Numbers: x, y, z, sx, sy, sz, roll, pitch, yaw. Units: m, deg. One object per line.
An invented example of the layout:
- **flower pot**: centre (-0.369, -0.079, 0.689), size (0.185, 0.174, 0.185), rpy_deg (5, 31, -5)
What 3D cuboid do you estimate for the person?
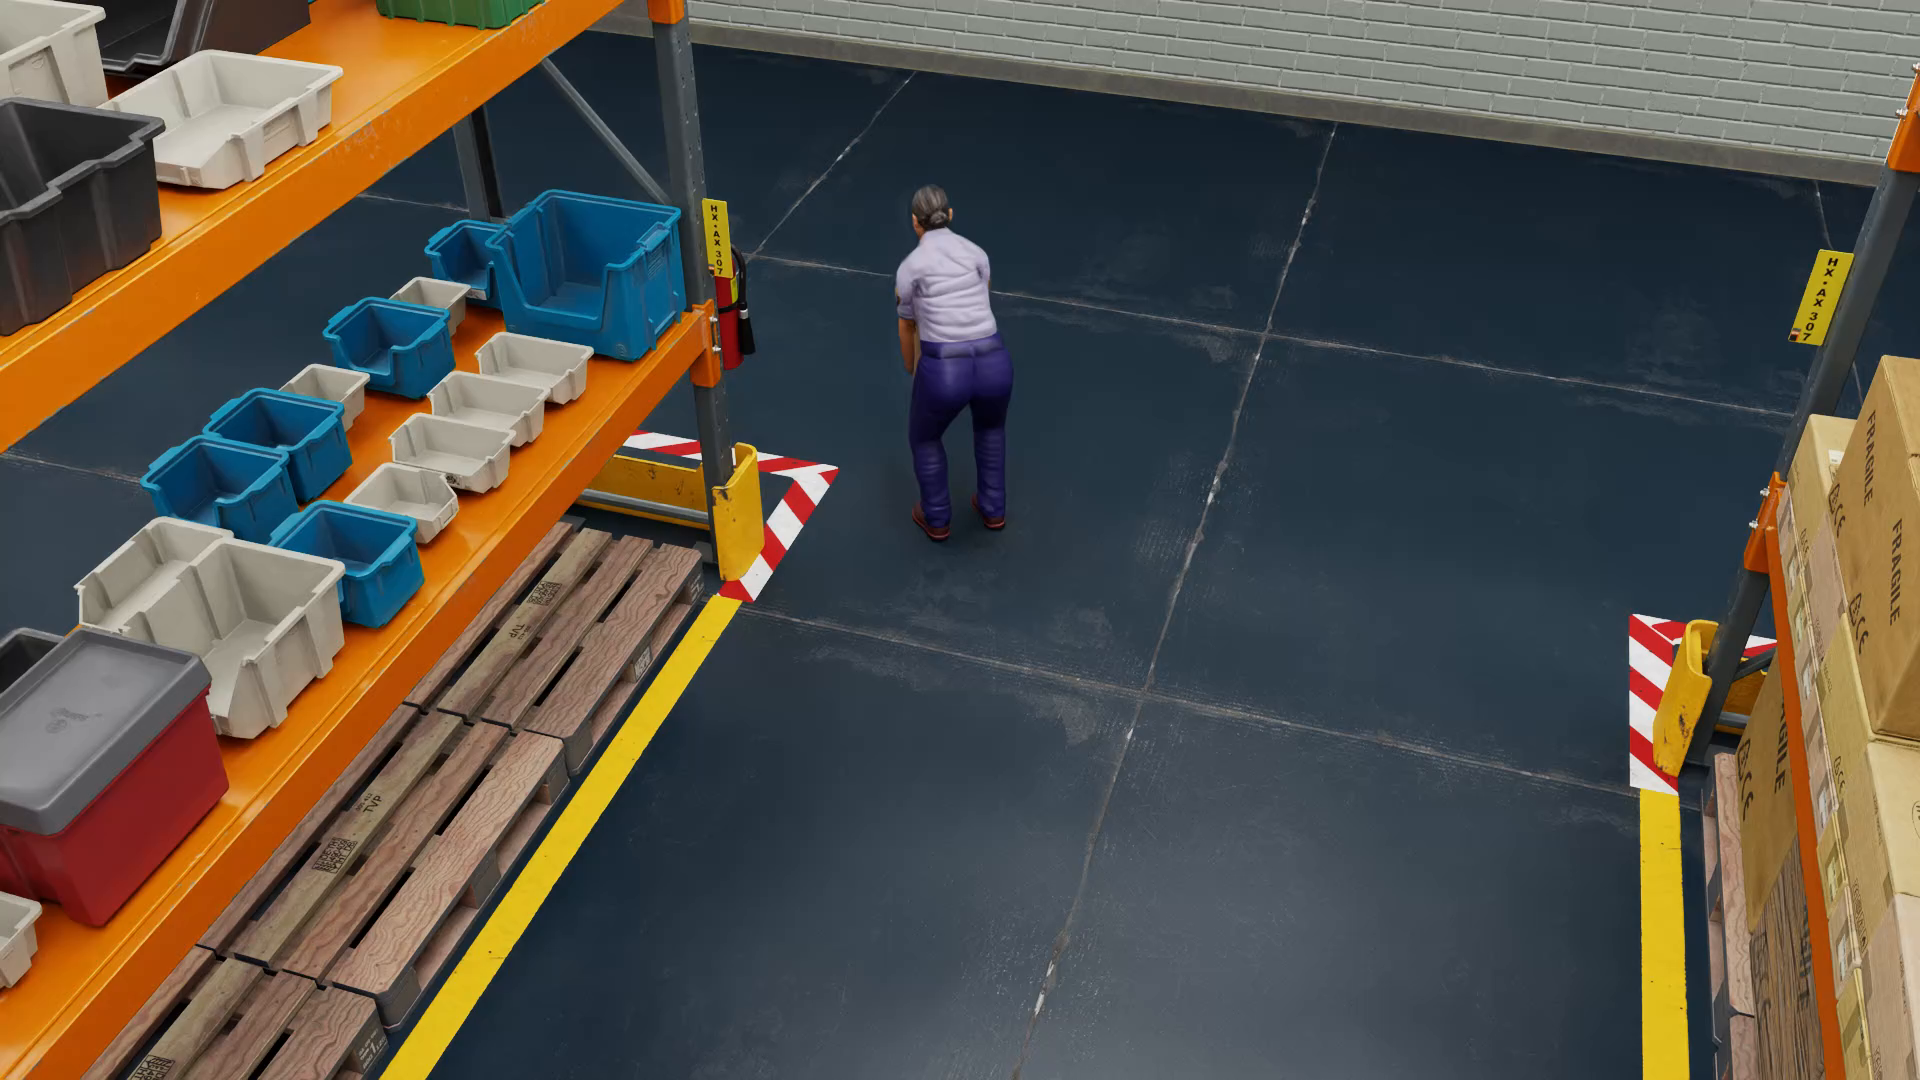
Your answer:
- **person**: centre (-0.029, -0.748, 7.251), size (0.454, 1.529, 0.623), rpy_deg (-11, 39, -14)
